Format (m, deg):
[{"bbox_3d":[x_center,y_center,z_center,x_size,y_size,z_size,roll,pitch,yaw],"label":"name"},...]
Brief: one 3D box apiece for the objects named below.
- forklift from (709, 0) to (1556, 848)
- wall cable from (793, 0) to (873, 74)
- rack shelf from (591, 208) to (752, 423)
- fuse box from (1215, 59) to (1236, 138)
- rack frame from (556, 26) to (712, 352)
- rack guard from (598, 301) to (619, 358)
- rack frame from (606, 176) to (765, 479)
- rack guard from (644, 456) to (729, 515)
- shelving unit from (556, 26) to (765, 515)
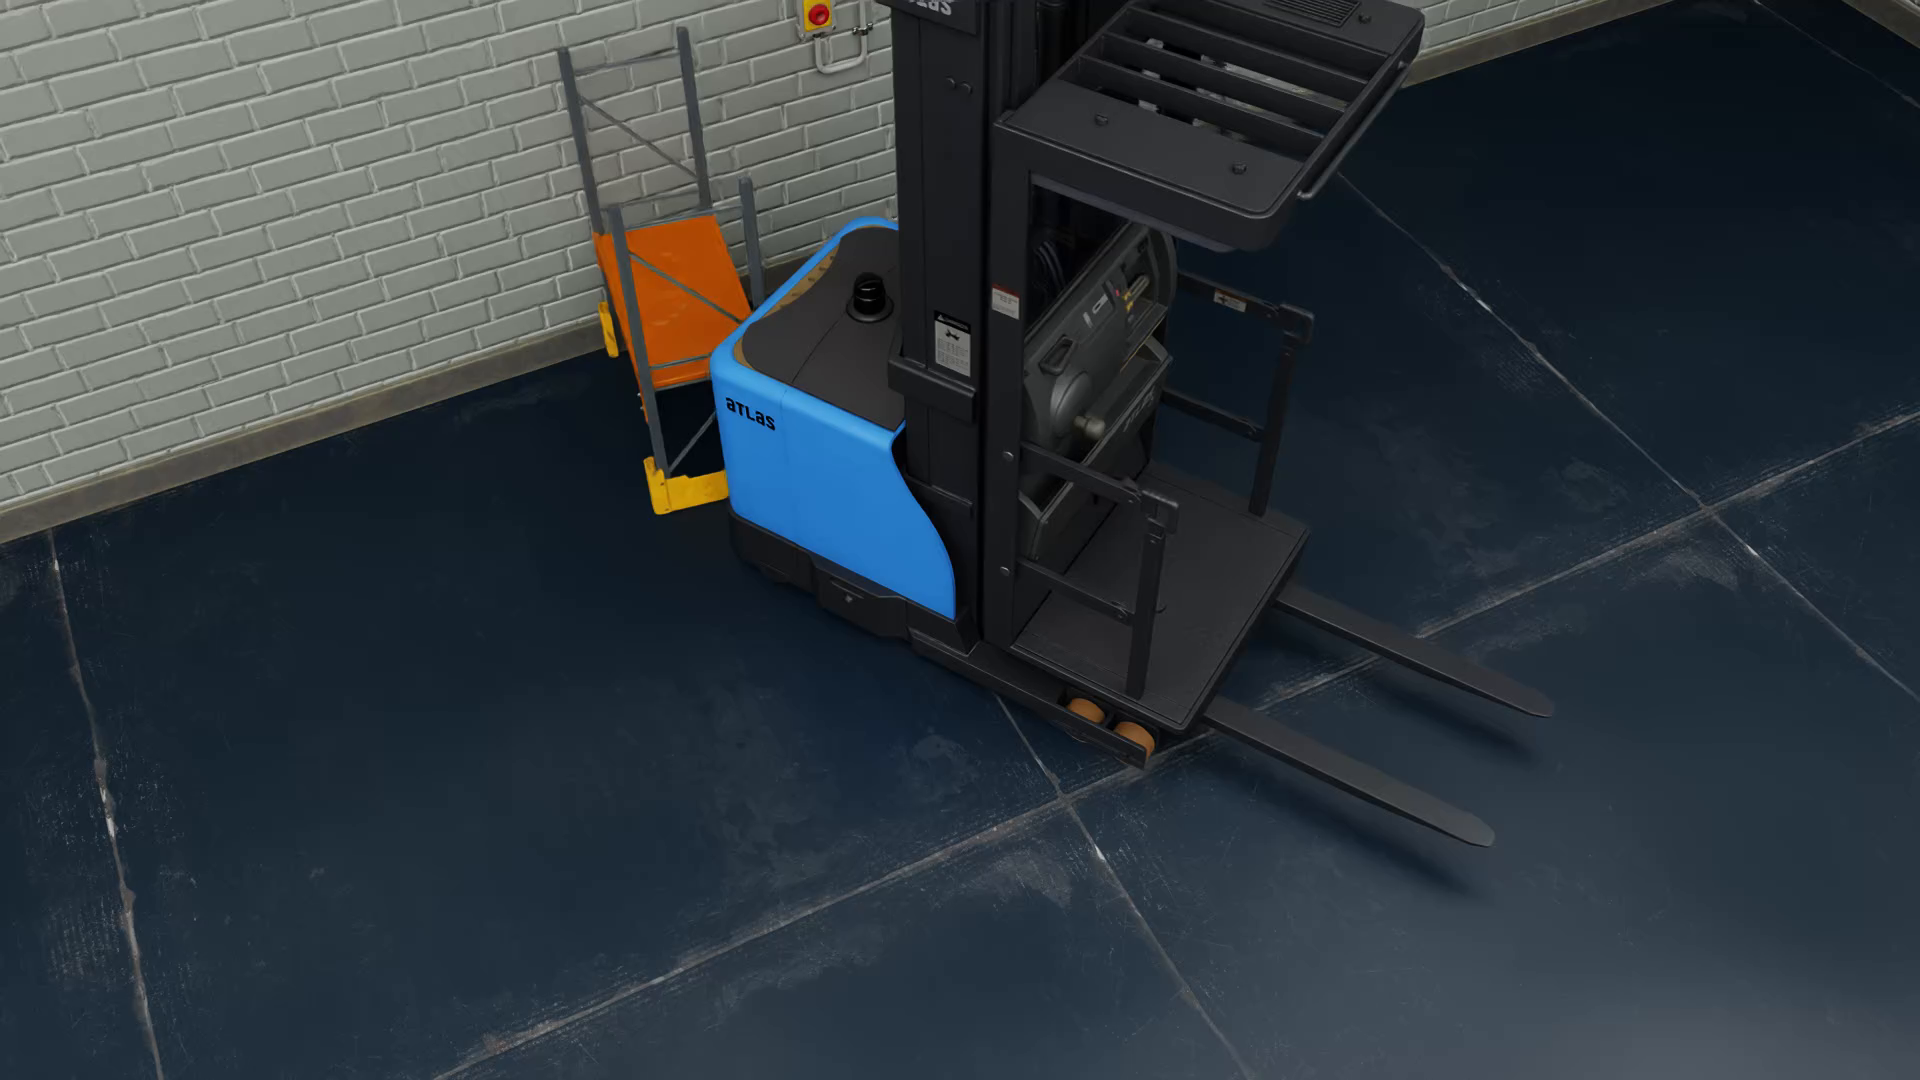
[{"bbox_3d":[0.631,-0.620,5.238,3.031,2.935,1.130,25,53,20],"label":"forklift"},{"bbox_3d":[-0.602,-2.538,6.174,0.585,1.953,0.123,-21,52,-18],"label":"wall cable"},{"bbox_3d":[-1.119,-0.922,6.681,0.538,0.185,1.000,-14,50,-12],"label":"rack shelf"},{"bbox_3d":[1.333,-2.395,7.601,0.539,1.711,0.414,-21,52,-18],"label":"fuse box"},{"bbox_3d":[-1.281,-1.401,6.868,0.500,1.500,0.032,-14,50,-12],"label":"rack frame"},{"bbox_3d":[-1.281,-0.983,7.333,0.587,0.250,0.087,-14,50,-12],"label":"rack guard"},{"bbox_3d":[-0.956,-0.683,6.225,0.500,1.500,0.032,-14,50,-12],"label":"rack frame"},{"bbox_3d":[-0.963,-0.280,6.703,0.587,0.250,0.087,-14,50,-12],"label":"rack guard"},{"bbox_3d":[-1.122,-1.048,6.552,0.587,1.500,1.083,-14,50,-12],"label":"shelving unit"}]
